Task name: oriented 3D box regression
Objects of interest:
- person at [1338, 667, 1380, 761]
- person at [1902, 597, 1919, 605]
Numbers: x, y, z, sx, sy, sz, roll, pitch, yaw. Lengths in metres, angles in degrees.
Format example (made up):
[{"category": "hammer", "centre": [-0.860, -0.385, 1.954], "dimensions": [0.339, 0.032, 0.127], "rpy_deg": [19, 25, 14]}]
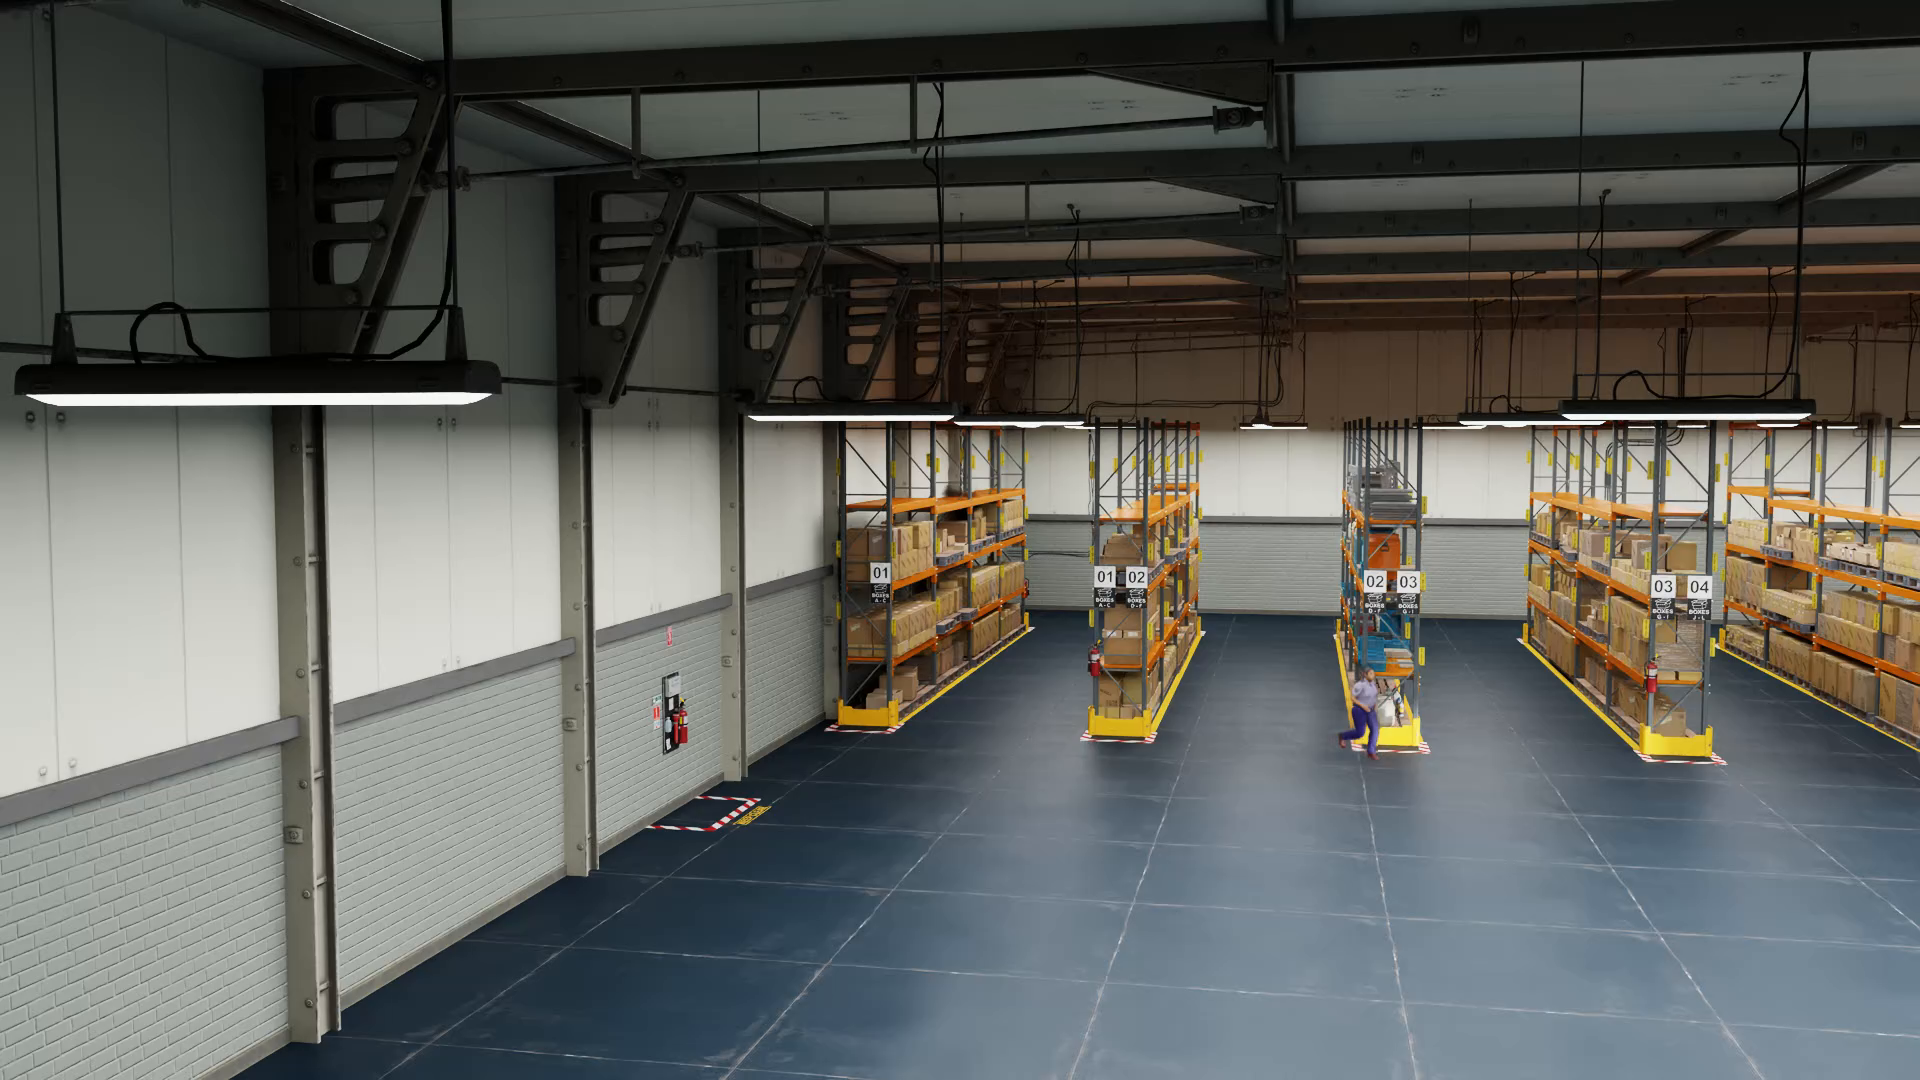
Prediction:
[{"category": "person", "centre": [7.086, 3.035, 29.305], "dimensions": [0.627, 1.625, 0.865], "rpy_deg": [-3, 5, -39]}, {"category": "person", "centre": [25.342, 2.004, 44.252], "dimensions": [0.857, 1.719, 0.562], "rpy_deg": [1, 4, 11]}]
